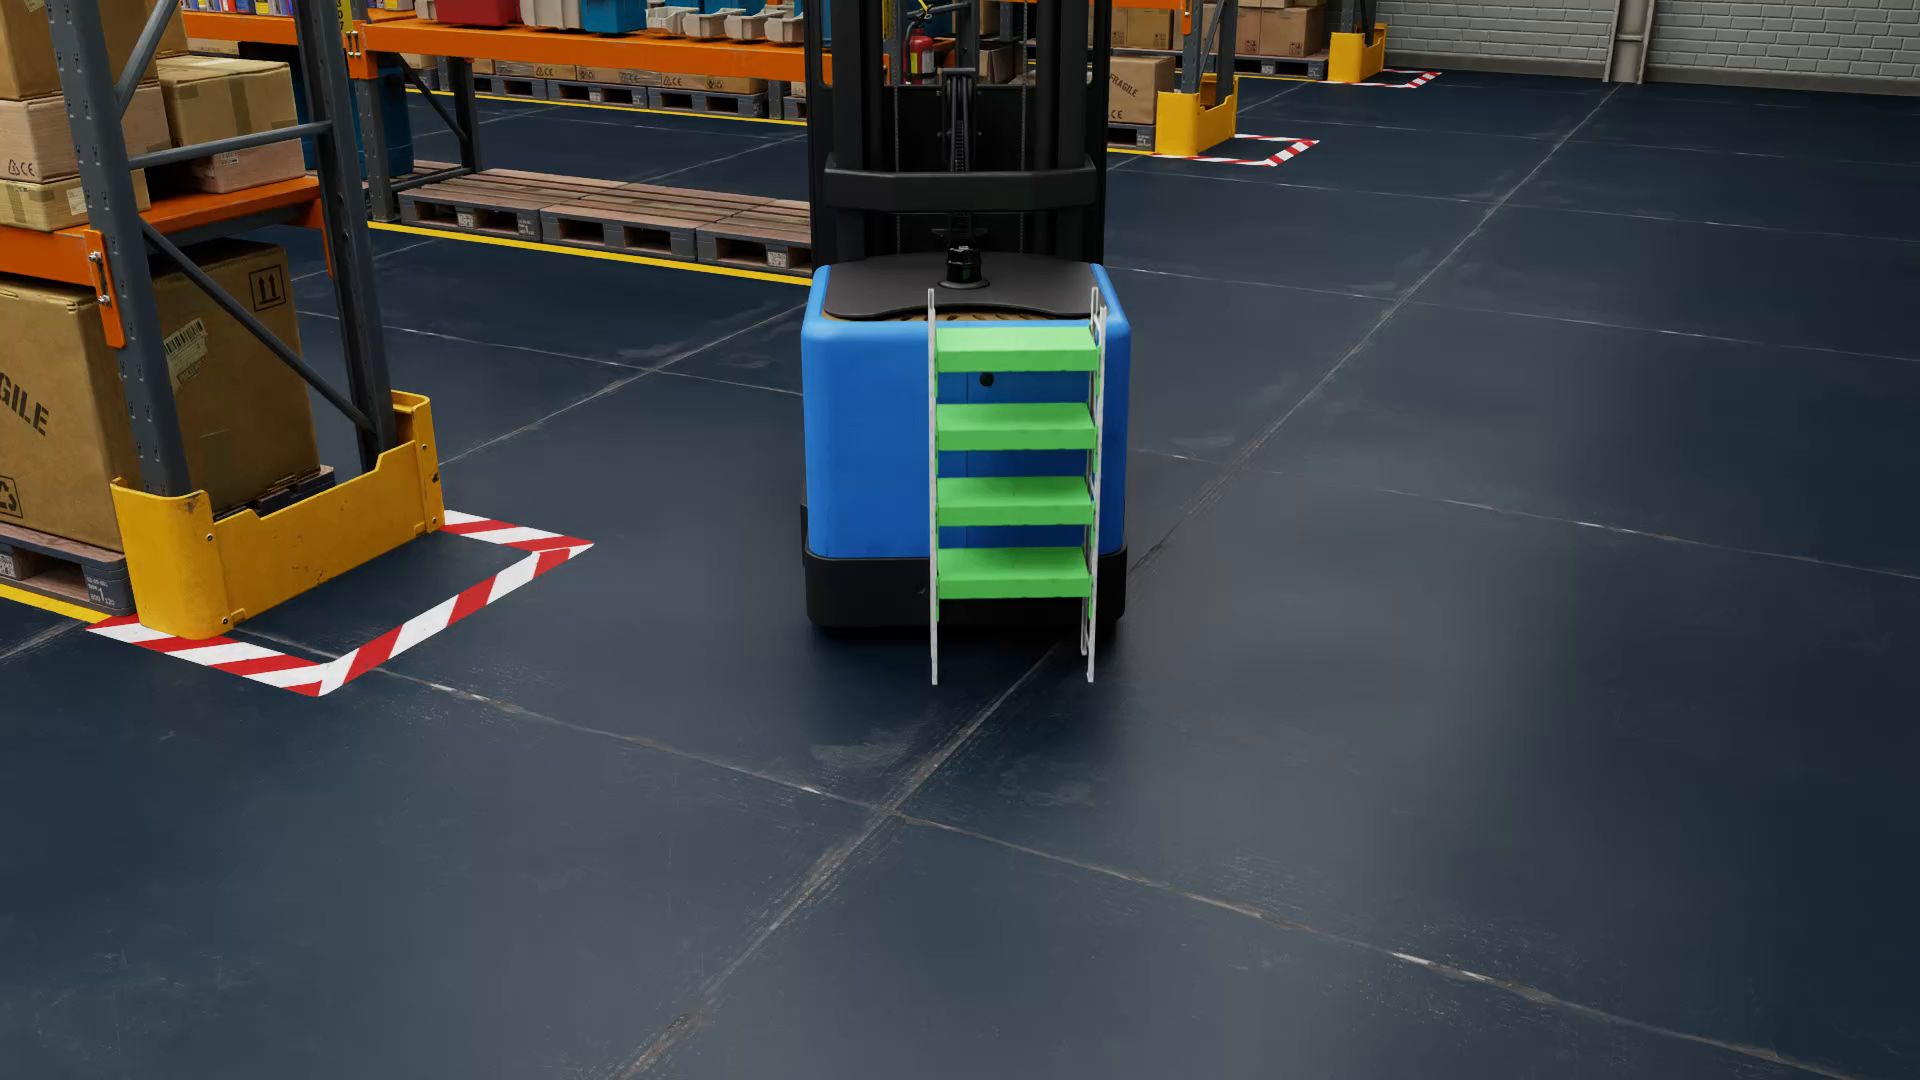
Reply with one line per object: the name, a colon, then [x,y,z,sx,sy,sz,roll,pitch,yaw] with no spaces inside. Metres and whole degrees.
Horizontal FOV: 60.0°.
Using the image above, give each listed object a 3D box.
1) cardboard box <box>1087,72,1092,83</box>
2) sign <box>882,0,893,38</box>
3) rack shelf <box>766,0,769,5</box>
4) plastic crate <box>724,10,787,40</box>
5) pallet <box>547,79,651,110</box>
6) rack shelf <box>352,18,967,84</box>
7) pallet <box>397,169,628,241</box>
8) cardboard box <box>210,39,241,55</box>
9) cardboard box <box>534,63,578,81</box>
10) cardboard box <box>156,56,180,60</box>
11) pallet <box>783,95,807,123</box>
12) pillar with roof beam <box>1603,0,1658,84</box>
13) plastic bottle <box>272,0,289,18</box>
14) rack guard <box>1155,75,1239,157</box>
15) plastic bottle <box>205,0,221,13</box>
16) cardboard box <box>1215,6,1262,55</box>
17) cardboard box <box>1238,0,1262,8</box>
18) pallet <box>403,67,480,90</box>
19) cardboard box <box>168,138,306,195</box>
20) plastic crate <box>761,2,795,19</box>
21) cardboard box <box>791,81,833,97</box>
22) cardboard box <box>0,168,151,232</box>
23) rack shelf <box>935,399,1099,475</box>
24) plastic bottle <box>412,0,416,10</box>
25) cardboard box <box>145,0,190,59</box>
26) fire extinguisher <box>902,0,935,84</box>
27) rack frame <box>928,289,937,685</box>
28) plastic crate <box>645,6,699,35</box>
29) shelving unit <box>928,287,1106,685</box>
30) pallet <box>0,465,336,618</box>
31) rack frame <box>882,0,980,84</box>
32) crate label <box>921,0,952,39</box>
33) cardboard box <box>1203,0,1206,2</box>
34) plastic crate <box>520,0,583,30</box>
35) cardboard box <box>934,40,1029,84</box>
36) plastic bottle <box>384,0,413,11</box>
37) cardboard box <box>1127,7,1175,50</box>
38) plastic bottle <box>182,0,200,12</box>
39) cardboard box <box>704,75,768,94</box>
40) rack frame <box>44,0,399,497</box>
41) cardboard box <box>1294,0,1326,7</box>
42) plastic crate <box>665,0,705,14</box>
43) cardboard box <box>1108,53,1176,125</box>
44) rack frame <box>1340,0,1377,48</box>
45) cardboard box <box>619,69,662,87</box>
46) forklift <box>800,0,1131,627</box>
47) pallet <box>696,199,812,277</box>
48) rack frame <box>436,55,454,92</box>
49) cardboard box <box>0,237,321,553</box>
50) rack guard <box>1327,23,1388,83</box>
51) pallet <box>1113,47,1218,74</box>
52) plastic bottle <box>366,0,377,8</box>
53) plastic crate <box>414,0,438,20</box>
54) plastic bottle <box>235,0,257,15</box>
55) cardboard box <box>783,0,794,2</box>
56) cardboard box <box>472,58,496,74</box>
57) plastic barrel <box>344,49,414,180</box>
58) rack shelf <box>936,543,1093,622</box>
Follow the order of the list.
cardboard box: [1.276,-3.959,14.678,0.500,0.250,0.500,11,25,25]
sign: [-0.393,-2.890,9.003,0.005,0.325,0.100,11,25,25]
rack shelf: [-3.275,-5.467,16.192,4.000,0.370,1.077,11,25,25]
plastic crate: [-1.220,-3.053,9.855,0.243,0.136,0.396,11,25,25]
pallet: [-3.326,-4.507,16.579,1.213,0.211,1.003,11,25,25]
rack shelf: [-1.944,-3.031,10.465,4.000,0.370,1.077,11,25,25]
pallet: [-3.055,-2.316,11.427,1.213,0.211,1.003,11,25,25]
cardboard box: [-7.926,-5.537,18.414,0.500,0.250,0.500,12,26,26]
cardboard box: [-3.868,-4.842,16.436,0.500,0.500,0.500,11,25,24]
cardboard box: [-3.167,-1.616,6.029,0.500,0.250,0.500,11,25,24]
pallet: [-0.878,-4.040,15.481,1.213,0.211,1.003,11,25,25]
pillar with roof beam: [5.169,-7.552,12.509,0.400,9.000,9.100,11,25,25]
plastic bottle: [-4.552,-3.680,11.229,0.135,0.276,0.152,11,25,25]
rack guard: [2.012,-3.602,14.081,0.348,0.500,1.175,11,25,25]
plastic bottle: [-5.122,-3.793,11.494,0.135,0.276,0.152,11,25,25]
cardboard box: [3.195,-5.689,18.453,0.500,0.500,0.700,11,25,24]
cardboard box: [3.216,-5.903,18.127,0.250,0.149,0.380,12,26,26]
pallet: [-5.777,-5.027,17.801,1.213,0.211,1.003,11,25,25]
cardboard box: [-2.561,-1.342,5.894,0.250,0.149,0.380,12,26,25]
plastic crate: [-1.085,-3.280,10.389,0.298,0.136,0.250,11,25,25]
cardboard box: [-1.213,-4.260,15.309,0.500,0.311,0.500,11,25,25]
cardboard box: [-2.860,-1.112,5.353,0.250,0.149,0.380,12,26,26]
rack shelf: [0.161,-0.312,4.999,0.480,0.148,0.258,-1,23,-2]
plastic bottle: [-3.863,-3.876,11.680,0.133,0.283,0.061,11,25,25]
cardboard box: [-3.146,-1.960,5.879,0.500,0.500,0.500,11,25,23]
fire extinguisher: [-0.229,-2.617,9.146,0.183,0.674,0.296,11,25,25]
rack frame: [-0.082,-0.146,5.060,0.015,1.200,0.240,-1,23,-2]
plastic crate: [-1.752,-3.139,10.059,0.250,0.136,0.298,11,25,25]
shelving unit: [0.161,-0.149,5.068,0.503,1.200,0.258,-1,23,-2]
pallet: [-3.142,-0.110,6.239,1.213,0.211,1.003,11,25,25]
rack frame: [-0.159,-3.009,9.494,0.127,3.000,1.000,11,25,25]
crate label: [-0.231,-3.119,9.887,0.303,0.233,0.416,11,25,25]
cardboard box: [2.711,-6.171,18.755,0.250,0.149,0.380,11,26,25]
plastic crate: [-2.449,-3.355,10.381,0.530,0.282,0.437,11,25,25]
cardboard box: [0.189,-4.169,14.847,0.637,0.503,0.797,11,25,25]
plastic bottle: [-3.932,-3.876,11.593,0.185,0.351,0.144,11,25,25]
cardboard box: [2.267,-5.870,18.877,0.500,0.500,0.700,12,26,26]
plastic bottle: [-5.329,-3.834,11.590,0.135,0.276,0.152,11,25,25]
cardboard box: [-2.060,-4.484,15.593,0.500,0.500,0.500,11,25,24]
rack frame: [-2.394,-1.280,5.426,0.127,3.000,1.000,11,25,25]
cardboard box: [3.843,-5.947,18.231,0.250,0.149,0.380,11,26,25]
plastic crate: [-1.673,-3.404,10.559,0.300,0.233,0.416,11,25,25]
cardboard box: [1.483,-3.801,13.986,0.500,0.500,0.500,11,25,25]
rack frame: [4.311,-6.469,17.630,0.127,3.000,1.000,11,25,25]
cardboard box: [-2.945,-4.663,16.014,0.500,0.500,0.500,12,26,25]
forklift: [-0.016,-1.595,6.256,1.130,2.935,3.031,-1,23,-1]
pallet: [-0.877,-1.885,10.414,1.213,0.211,1.003,11,25,25]
rack frame: [-5.060,-6.151,16.882,0.127,3.000,1.000,11,25,25]
cardboard box: [-3.001,-0.580,5.960,0.875,0.875,0.875,11,25,25]
rack guard: [4.333,-5.315,18.109,0.348,0.500,1.175,11,25,25]
pallet: [2.478,-5.516,18.951,1.213,0.211,1.003,11,25,25]
plastic bottle: [-4.180,-3.925,11.811,0.097,0.271,0.097,0,23,0]
plastic crate: [-3.378,-3.490,10.884,0.243,0.136,0.396,11,25,25]
plastic bottle: [-4.861,-3.774,11.354,0.185,0.351,0.144,11,25,25]
cardboard box: [-2.231,-6.910,20.877,0.750,0.750,0.750,11,25,24]
cardboard box: [-4.783,-5.023,16.861,0.500,0.500,0.500,12,26,27]
plastic barrel: [-4.206,-3.045,11.723,0.708,0.901,0.600,11,25,25]
rack shelf: [0.161,0.130,5.186,0.480,0.148,0.258,-1,23,-2]
